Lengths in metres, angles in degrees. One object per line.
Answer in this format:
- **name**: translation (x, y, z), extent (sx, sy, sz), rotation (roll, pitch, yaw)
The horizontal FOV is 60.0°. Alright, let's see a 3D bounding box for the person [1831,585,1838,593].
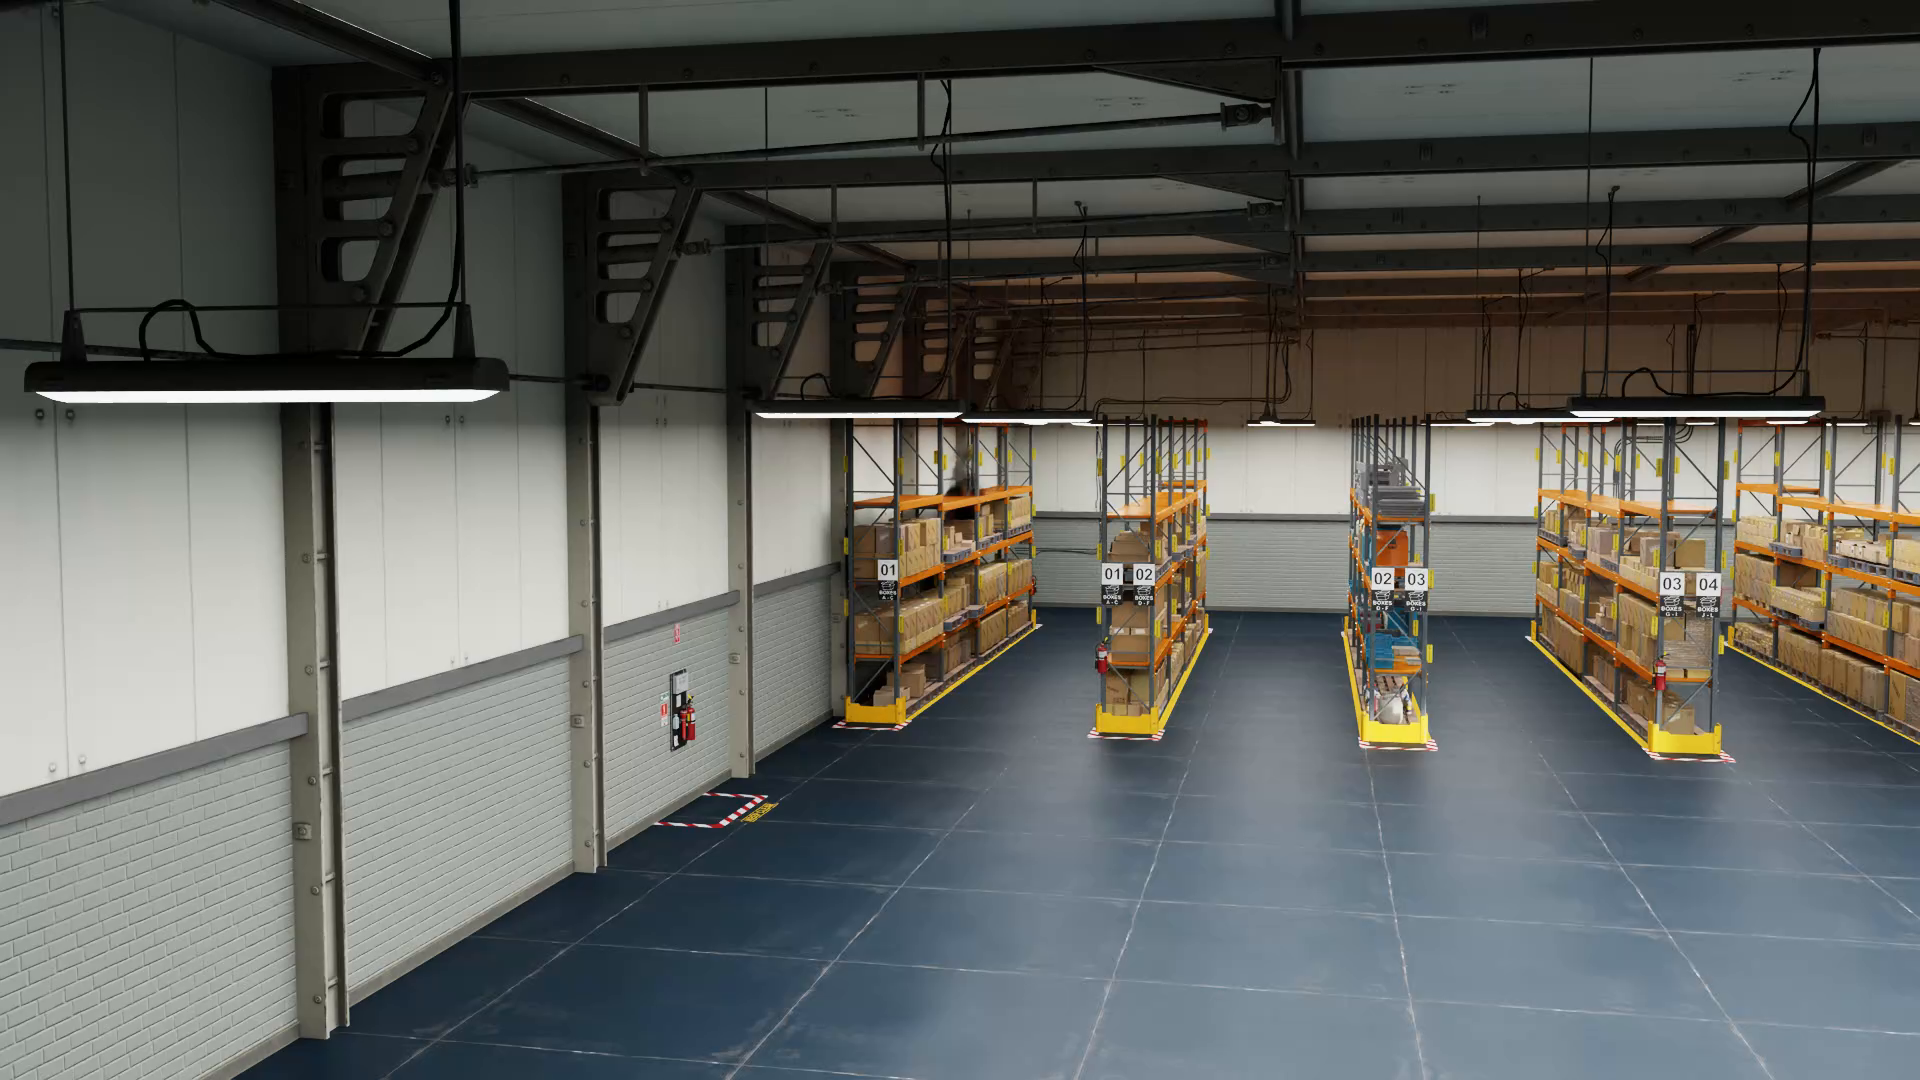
- **person**: translation (22.431, 2.032, 42.779), extent (0.578, 1.753, 0.733), rotation (0, 4, -5)

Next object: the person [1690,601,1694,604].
- **person**: translation (19.257, 1.929, 44.600), extent (0.526, 1.663, 0.714), rotation (-2, 4, -28)
